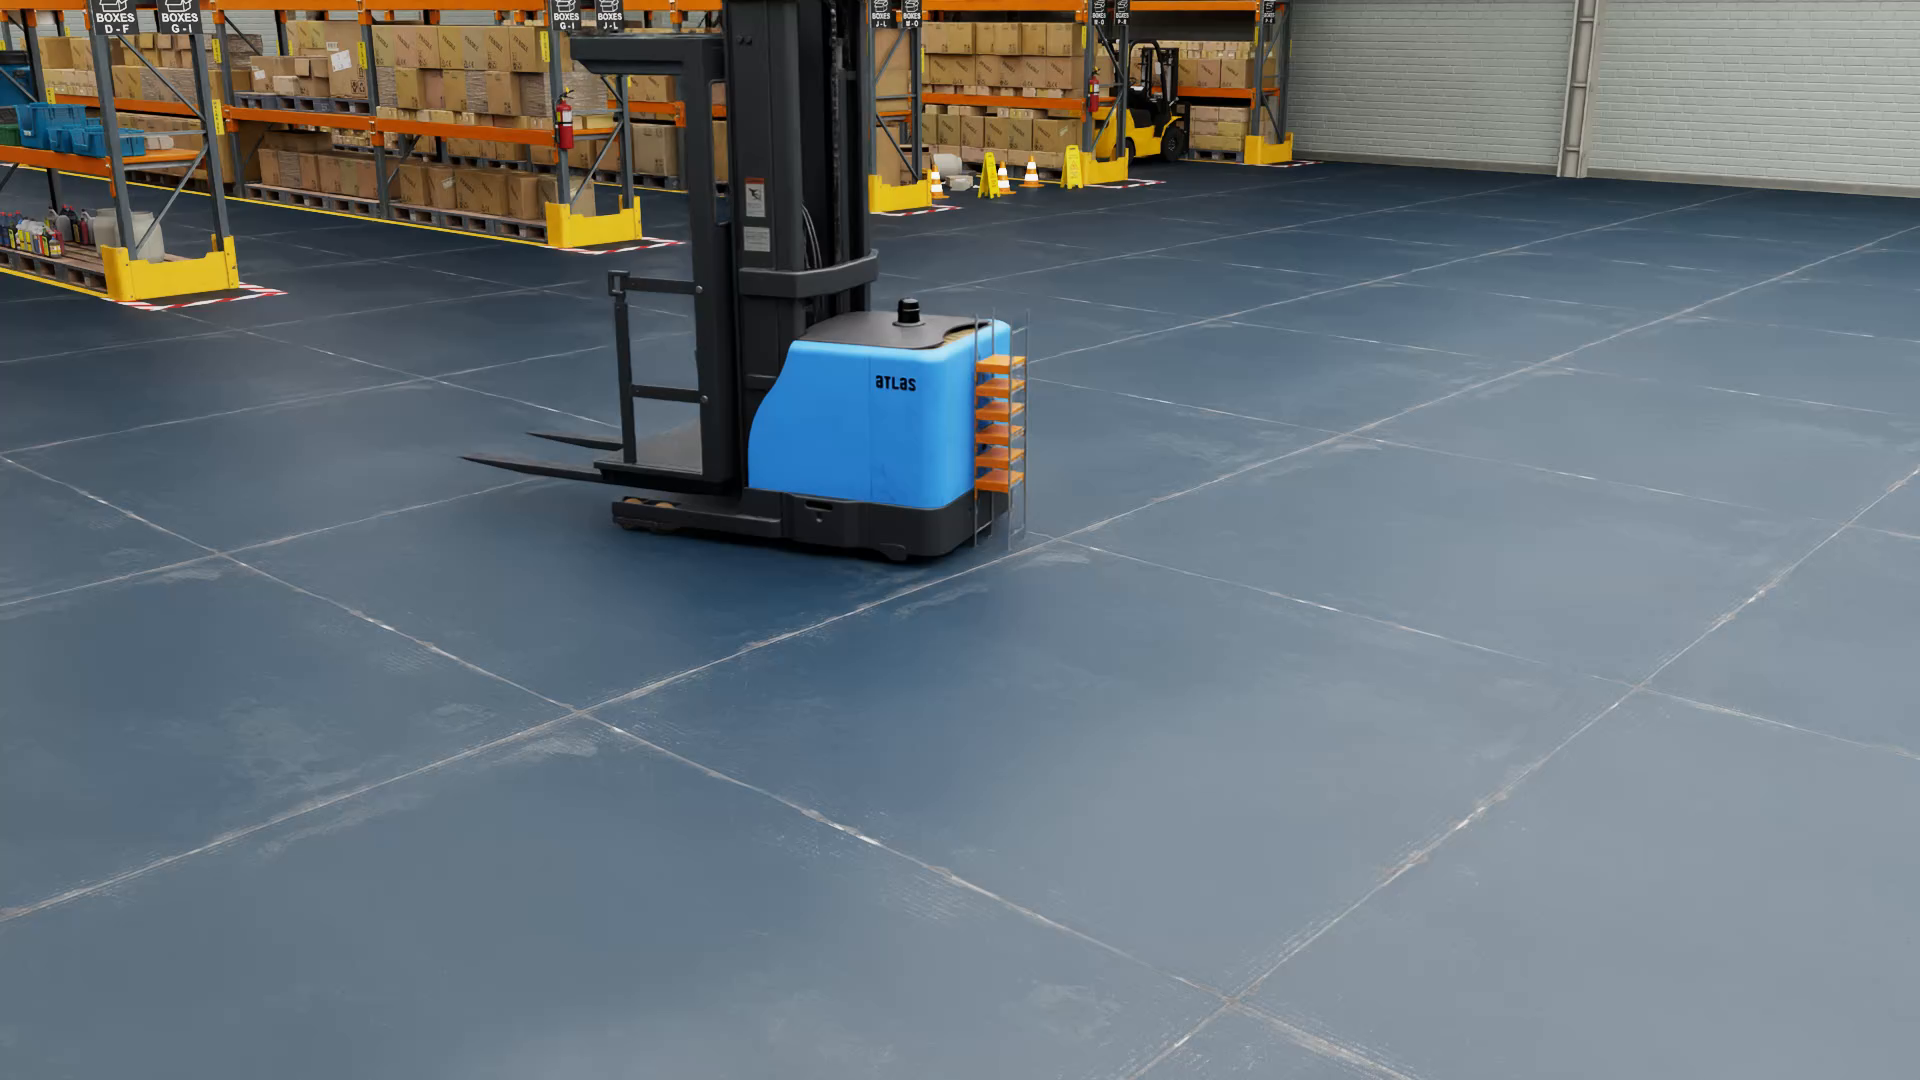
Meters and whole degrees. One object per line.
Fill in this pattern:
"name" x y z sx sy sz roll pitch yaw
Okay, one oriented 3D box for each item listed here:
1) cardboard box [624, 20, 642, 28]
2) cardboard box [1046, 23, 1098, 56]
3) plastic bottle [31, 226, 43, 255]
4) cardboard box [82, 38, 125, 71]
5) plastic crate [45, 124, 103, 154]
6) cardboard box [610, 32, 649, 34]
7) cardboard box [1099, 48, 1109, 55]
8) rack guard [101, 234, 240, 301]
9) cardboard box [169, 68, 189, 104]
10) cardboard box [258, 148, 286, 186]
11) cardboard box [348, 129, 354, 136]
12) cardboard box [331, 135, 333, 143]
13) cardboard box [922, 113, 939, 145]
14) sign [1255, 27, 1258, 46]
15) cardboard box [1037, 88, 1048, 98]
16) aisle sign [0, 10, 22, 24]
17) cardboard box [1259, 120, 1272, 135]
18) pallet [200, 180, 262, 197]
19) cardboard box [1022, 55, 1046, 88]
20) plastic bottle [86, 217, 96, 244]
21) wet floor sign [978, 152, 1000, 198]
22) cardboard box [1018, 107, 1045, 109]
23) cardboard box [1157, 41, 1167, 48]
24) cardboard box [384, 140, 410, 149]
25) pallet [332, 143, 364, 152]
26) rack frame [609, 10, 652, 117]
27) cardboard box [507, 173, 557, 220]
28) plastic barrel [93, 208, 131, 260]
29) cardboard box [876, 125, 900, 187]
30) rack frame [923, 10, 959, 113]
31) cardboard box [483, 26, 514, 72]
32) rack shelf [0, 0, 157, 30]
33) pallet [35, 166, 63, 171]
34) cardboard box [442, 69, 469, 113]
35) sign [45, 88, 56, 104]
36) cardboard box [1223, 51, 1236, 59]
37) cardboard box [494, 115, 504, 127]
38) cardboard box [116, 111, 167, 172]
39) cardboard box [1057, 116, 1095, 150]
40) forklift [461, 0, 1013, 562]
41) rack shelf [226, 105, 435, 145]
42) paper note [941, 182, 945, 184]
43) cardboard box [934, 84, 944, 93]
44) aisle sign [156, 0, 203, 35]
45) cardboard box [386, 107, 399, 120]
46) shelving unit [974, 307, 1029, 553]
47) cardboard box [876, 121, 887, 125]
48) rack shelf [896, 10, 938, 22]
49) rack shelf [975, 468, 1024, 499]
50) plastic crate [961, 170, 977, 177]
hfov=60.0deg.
"cardboard box" -6.735 -10.565 34.053 0.250 0.149 0.380 15 23 38
"cardboard box" 1.777 -7.920 26.297 0.500 0.500 0.700 14 23 38
"plastic bottle" -9.500 -3.103 17.207 0.135 0.276 0.152 14 22 38
"cardboard box" -13.770 -7.827 26.833 0.500 0.500 0.500 16 24 41
"plastic crate" -8.616 -3.931 16.286 0.408 0.251 0.499 15 23 39
"cardboard box" -5.037 -7.690 26.066 0.500 0.500 0.700 15 23 40
"cardboard box" 2.863 -9.309 31.747 0.250 0.149 0.380 16 23 41
"rack guard" -7.649 -2.651 16.138 0.348 0.500 1.175 15 23 39
"cardboard box" -11.550 -6.860 25.104 0.500 0.500 0.500 14 22 38
"cardboard box" -9.743 -5.453 24.239 0.500 0.500 0.700 14 22 36
"cardboard box" -11.435 -7.786 31.714 0.250 0.149 0.380 16 24 42
"cardboard box" -12.135 -7.778 32.180 0.250 0.149 0.380 15 23 40
"cardboard box" -0.426 -7.071 28.545 0.500 0.500 0.500 16 24 42
"sign" 5.226 -8.869 29.293 0.005 0.325 0.100 15 23 39
"cardboard box" 1.442 -7.189 26.722 0.250 0.149 0.380 15 23 38
"aisle sign" -16.494 -9.356 28.837 0.004 0.787 0.394 15 23 39
"cardboard box" 5.382 -7.593 30.604 0.500 0.250 0.500 16 23 40
"pallet" -10.797 -5.411 25.312 1.213 0.211 1.003 15 23 39
"cardboard box" 1.344 -7.538 26.748 0.500 0.500 0.500 15 23 39
"plastic bottle" -9.376 -3.351 17.988 0.135 0.276 0.152 16 23 40
"wet floor sign" 0.430 -5.380 24.498 0.232 0.644 0.267 11 20 30
"cardboard box" 1.631 -8.455 33.527 0.625 0.625 0.875 15 23 39
"cardboard box" 3.860 -9.208 30.938 0.250 0.149 0.380 15 23 39
"cardboard box" -10.401 -7.313 30.713 0.250 0.149 0.380 15 23 40
"pallet" -11.324 -7.512 31.933 1.213 0.211 1.003 15 23 39
"rack frame" -6.671 -9.610 33.933 0.127 3.000 1.000 15 23 39
"cardboard box" -5.200 -4.208 20.352 0.500 0.500 0.500 -11 21 -31
"plastic barrel" -8.479 -3.067 16.737 0.421 0.512 0.421 0 18 0
"cardboard box" -1.457 -5.369 23.388 0.875 0.875 0.875 15 23 40
"rack frame" -0.387 -9.930 34.943 0.127 3.000 1.000 15 23 39
"cardboard box" -5.227 -5.778 19.549 0.500 0.500 0.500 15 23 39
"rack shelf" -9.057 -5.326 16.666 4.000 0.370 1.077 15 23 39
"pallet" -15.591 -6.699 29.371 1.213 0.211 1.003 15 23 39
"cardboard box" -5.832 -5.551 20.486 0.500 0.500 0.875 15 23 39
"sign" -10.180 -4.895 18.619 0.005 0.325 0.100 15 23 39
"cardboard box" 4.940 -8.732 29.929 0.250 0.149 0.380 16 23 40
"cardboard box" -5.368 -5.051 19.984 0.250 0.149 0.380 15 23 39
"cardboard box" -12.757 -6.431 26.735 0.875 0.875 1.225 15 23 39
"cardboard box" 1.866 -6.677 27.302 0.500 0.500 0.500 14 22 37
"forklift" -1.284 -1.564 8.693 3.031 2.935 1.130 7 19 22
"rack shelf" -8.761 -5.820 23.181 4.000 0.370 1.077 15 23 39
"paper note" -0.260 -5.724 26.615 0.148 0.019 0.142 -9 20 -27
"cardboard box" -0.223 -7.663 28.213 0.250 0.149 0.380 15 23 39
"aisle sign" -7.313 -5.129 15.515 0.004 0.787 0.394 15 23 39
"cardboard box" -7.126 -5.477 21.327 0.250 0.149 0.380 15 23 39
"shelving unit" 0.207 -0.551 8.363 0.189 1.200 0.258 7 19 22
"cardboard box" -1.607 -9.183 36.026 0.500 0.500 0.500 16 24 42
"rack shelf" -2.184 -9.492 29.792 4.000 0.370 1.077 15 23 39
"rack shelf" 0.207 -0.280 8.449 0.180 0.103 0.258 7 19 22
"plastic crate" -0.058 -6.111 27.735 0.583 0.080 0.402 7 19 21
